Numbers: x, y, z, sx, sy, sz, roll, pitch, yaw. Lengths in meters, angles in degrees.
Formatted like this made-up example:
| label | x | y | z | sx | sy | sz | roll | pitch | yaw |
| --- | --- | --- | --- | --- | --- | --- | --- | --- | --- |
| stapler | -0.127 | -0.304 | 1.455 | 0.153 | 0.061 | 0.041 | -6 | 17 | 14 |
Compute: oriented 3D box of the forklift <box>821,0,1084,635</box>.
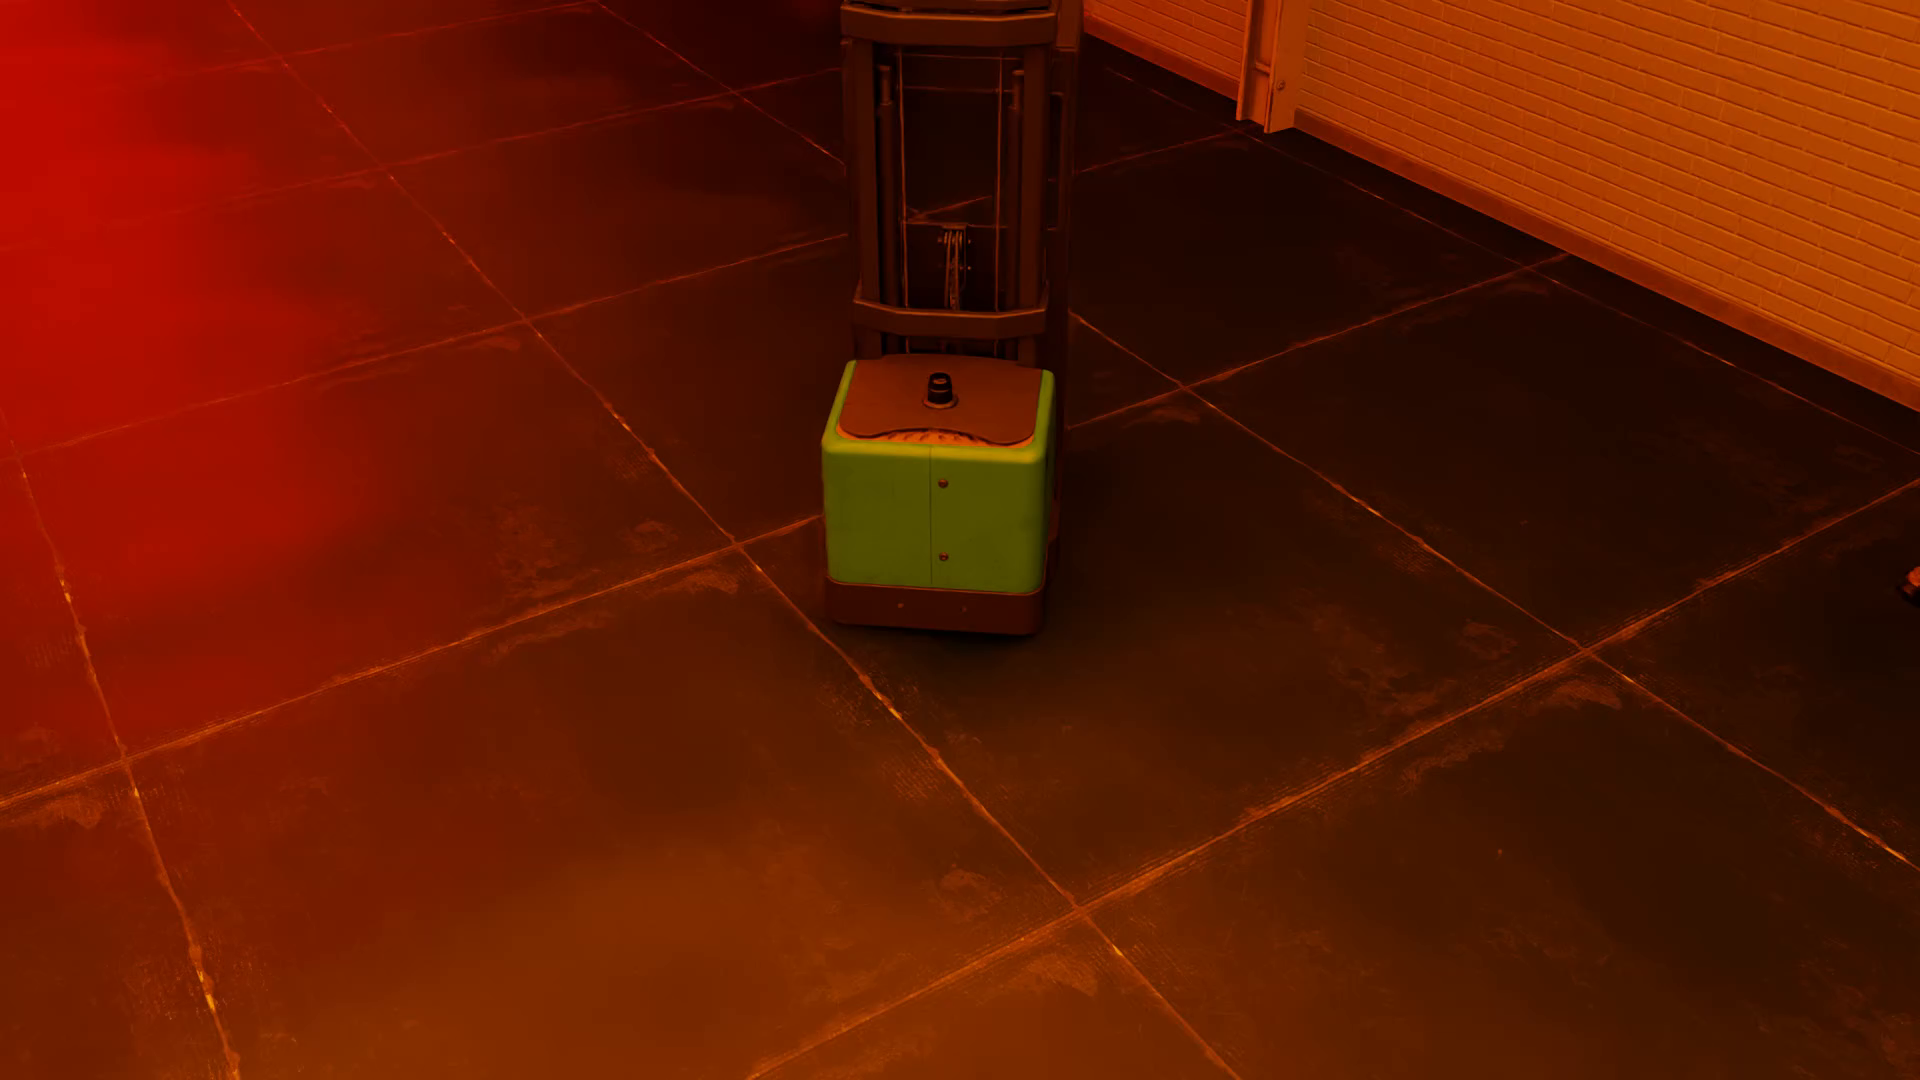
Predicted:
| label | x | y | z | sx | sy | sz | roll | pitch | yaw |
| --- | --- | --- | --- | --- | --- | --- | --- | --- | --- |
| forklift | 0.022 | -1.577 | 8.392 | 1.130 | 2.935 | 3.031 | 3 | 35 | 5 |

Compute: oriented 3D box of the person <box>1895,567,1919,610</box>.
| label | x | y | z | sx | sy | sz | roll | pitch | yaw |
| --- | --- | --- | --- | --- | --- | --- | --- | --- | --- |
| person | 4.984 | -0.036 | 7.423 | 0.503 | 1.597 | 1.108 | -23 | 41 | -29 |
